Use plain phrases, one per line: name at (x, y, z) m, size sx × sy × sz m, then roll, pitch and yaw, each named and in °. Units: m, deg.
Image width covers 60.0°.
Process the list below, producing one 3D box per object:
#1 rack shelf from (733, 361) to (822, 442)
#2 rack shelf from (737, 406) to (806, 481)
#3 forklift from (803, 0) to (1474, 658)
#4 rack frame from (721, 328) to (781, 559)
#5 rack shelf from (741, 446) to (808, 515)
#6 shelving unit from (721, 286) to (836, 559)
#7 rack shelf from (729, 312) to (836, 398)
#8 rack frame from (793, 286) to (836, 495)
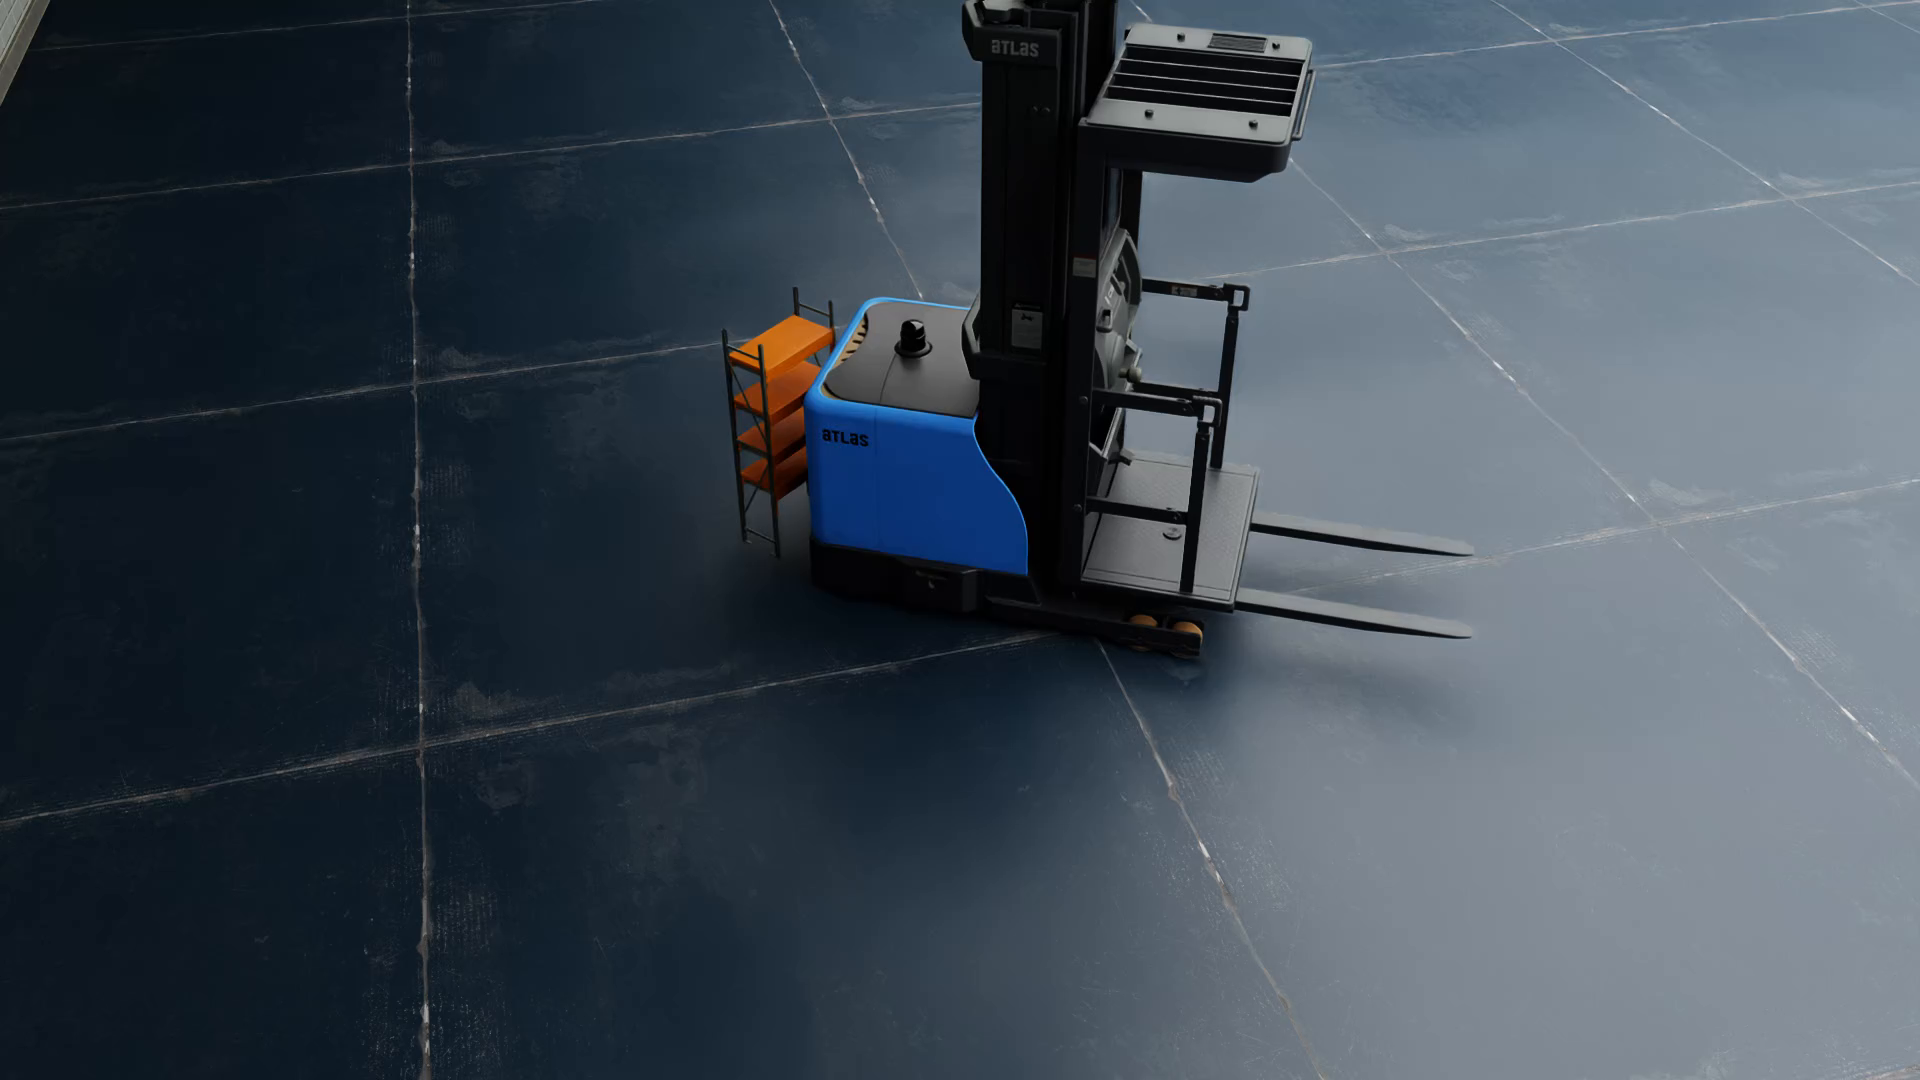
rack shelf at (-0.830, -0.675, 7.867) m, size 0.258 × 0.148 × 0.480 m, roll 24°, pitch 44°, yaw 28°
rack shelf at (-0.830, -0.498, 8.003) m, size 0.258 × 0.148 × 0.480 m, roll 24°, pitch 44°, yaw 28°
forklift at (0.868, -0.988, 7.109) m, size 3.031 × 2.935 × 1.130 m, roll 9°, pitch 38°, yaw 11°
rack frame at (-0.976, -0.432, 7.807) m, size 0.240 × 1.200 × 0.015 m, roll 24°, pitch 44°, yaw 28°
rack shelf at (-0.830, -0.340, 8.124) m, size 0.258 × 0.148 × 0.480 m, roll 24°, pitch 44°, yaw 28°
shelving unit at (-0.830, -0.551, 7.962) m, size 0.258 × 1.200 × 0.503 m, roll 24°, pitch 44°, yaw 28°
rack shelf at (-0.830, -0.863, 7.723) m, size 0.258 × 0.148 × 0.480 m, roll 24°, pitch 44°, yaw 28°
rack frame at (-0.685, -0.670, 8.118) m, size 0.240 × 1.200 × 0.015 m, roll 24°, pitch 44°, yaw 28°
